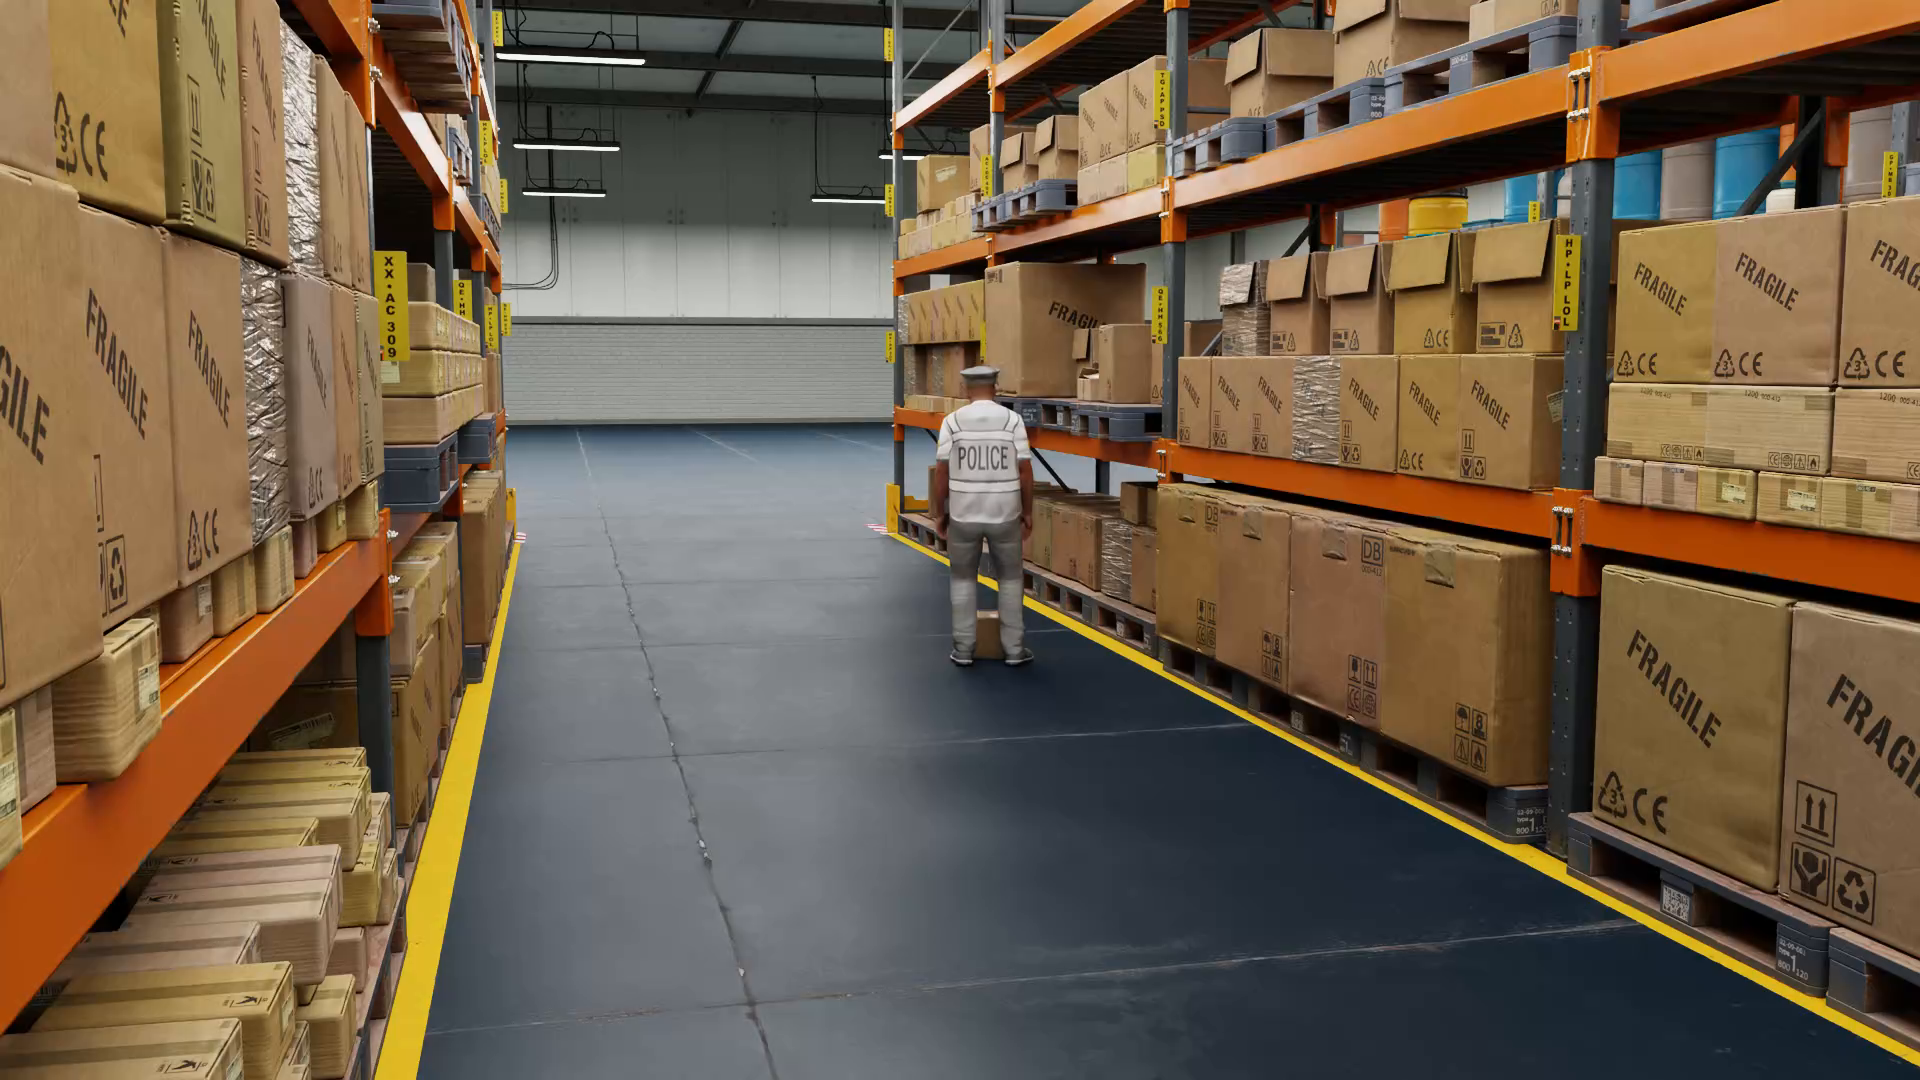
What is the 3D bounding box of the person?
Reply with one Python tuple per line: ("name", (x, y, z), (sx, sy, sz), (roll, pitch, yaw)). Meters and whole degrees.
("person", (0.143, -0.140, 9.726), (0.584, 1.747, 0.435), (0, 6, 2))
